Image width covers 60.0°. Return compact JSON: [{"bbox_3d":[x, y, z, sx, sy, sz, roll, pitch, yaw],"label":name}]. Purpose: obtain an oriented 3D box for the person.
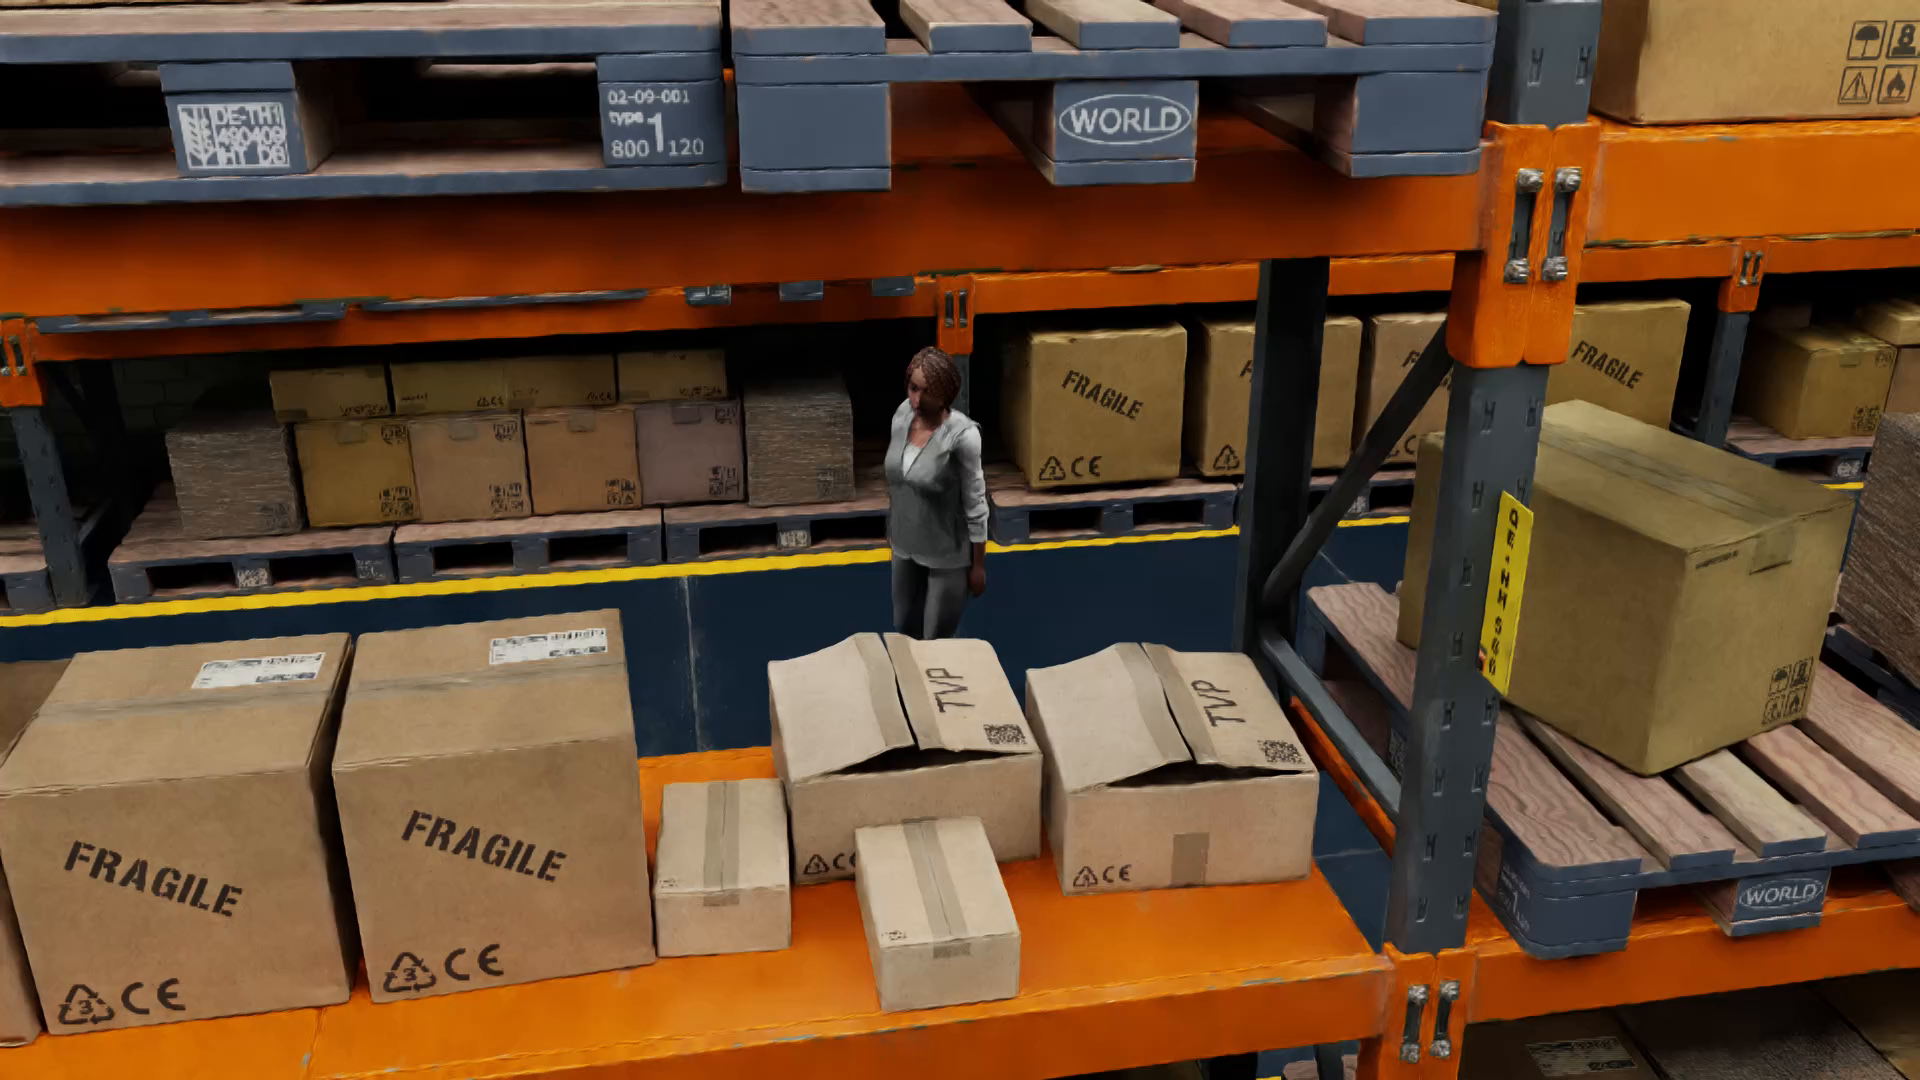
[{"bbox_3d":[-0.048,0.024,6.060,0.471,1.587,0.499,21,31,39],"label":"person"}]
